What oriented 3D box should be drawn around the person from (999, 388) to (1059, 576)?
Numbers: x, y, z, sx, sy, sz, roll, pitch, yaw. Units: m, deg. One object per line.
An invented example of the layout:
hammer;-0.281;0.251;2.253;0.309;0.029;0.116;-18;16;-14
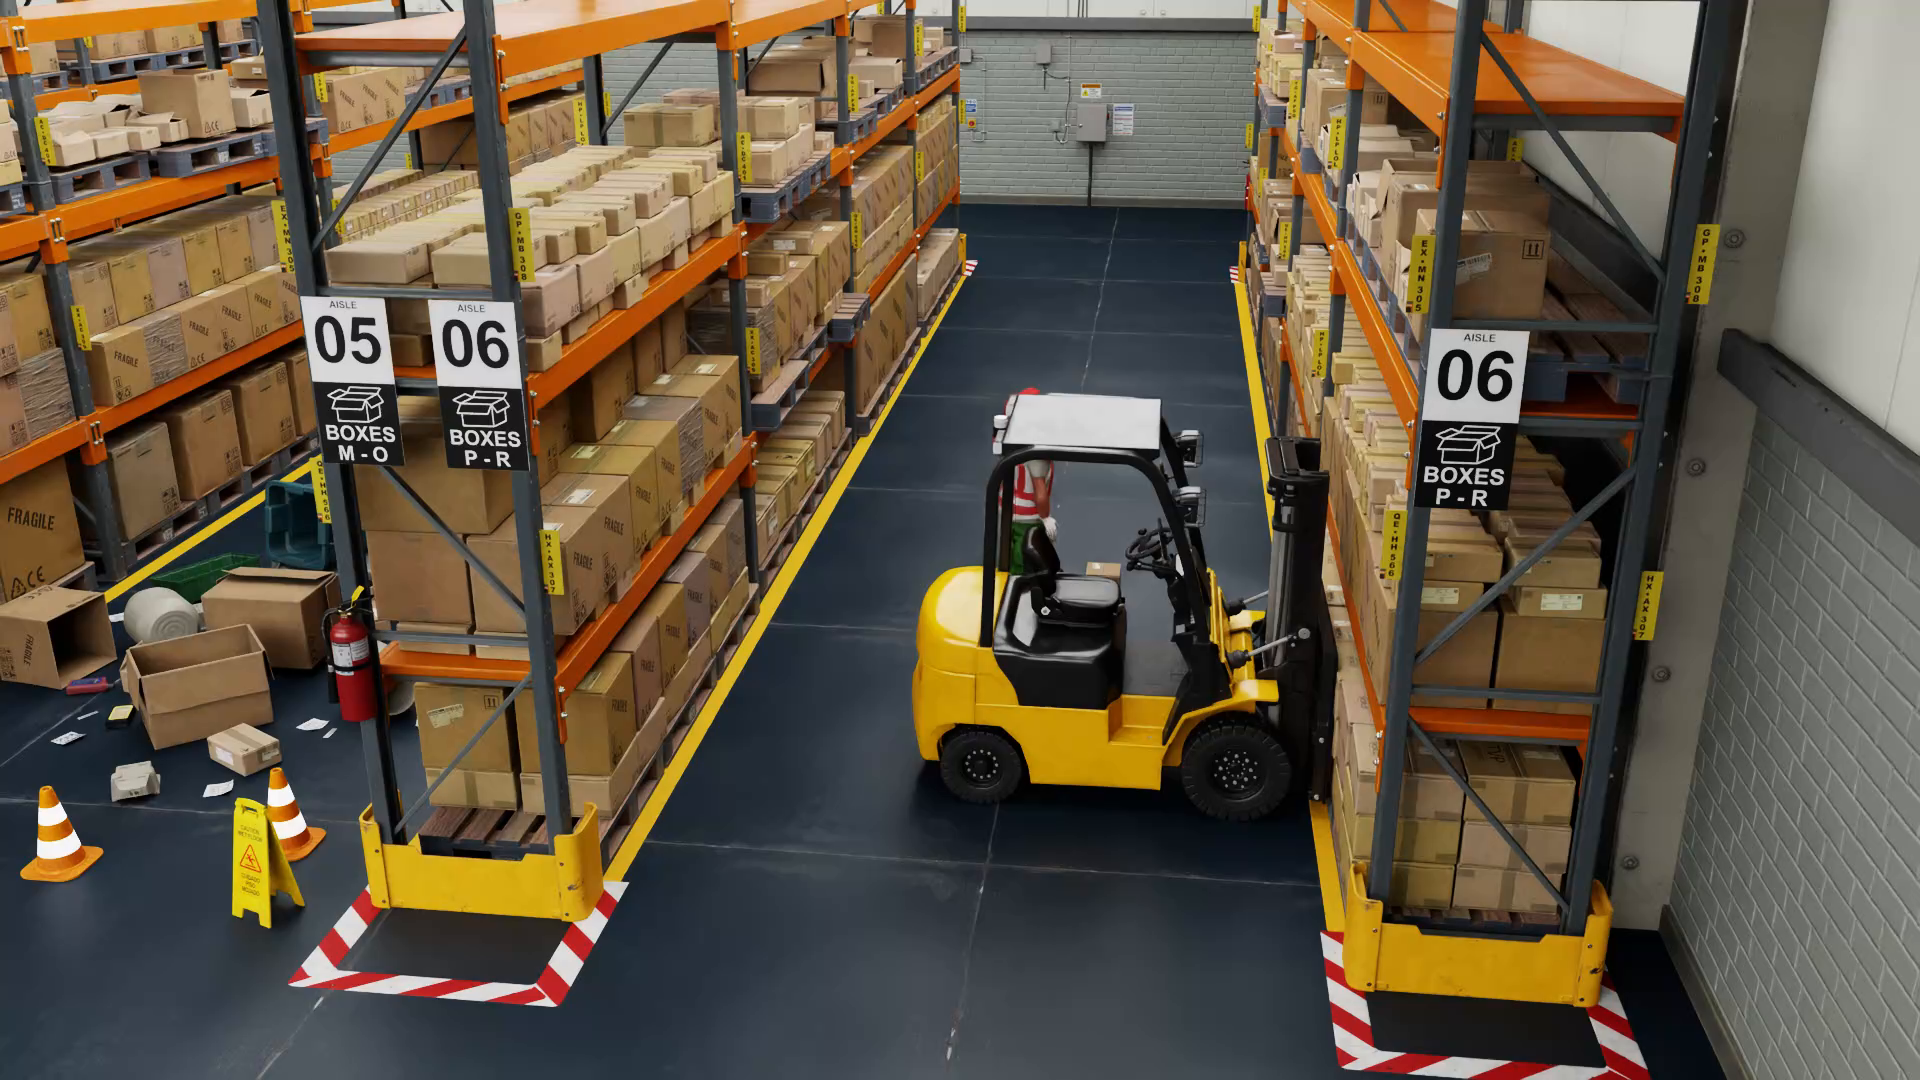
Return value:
person;0.381;-0.156;11.445;0.692;1.782;0.548;-7;22;-18
